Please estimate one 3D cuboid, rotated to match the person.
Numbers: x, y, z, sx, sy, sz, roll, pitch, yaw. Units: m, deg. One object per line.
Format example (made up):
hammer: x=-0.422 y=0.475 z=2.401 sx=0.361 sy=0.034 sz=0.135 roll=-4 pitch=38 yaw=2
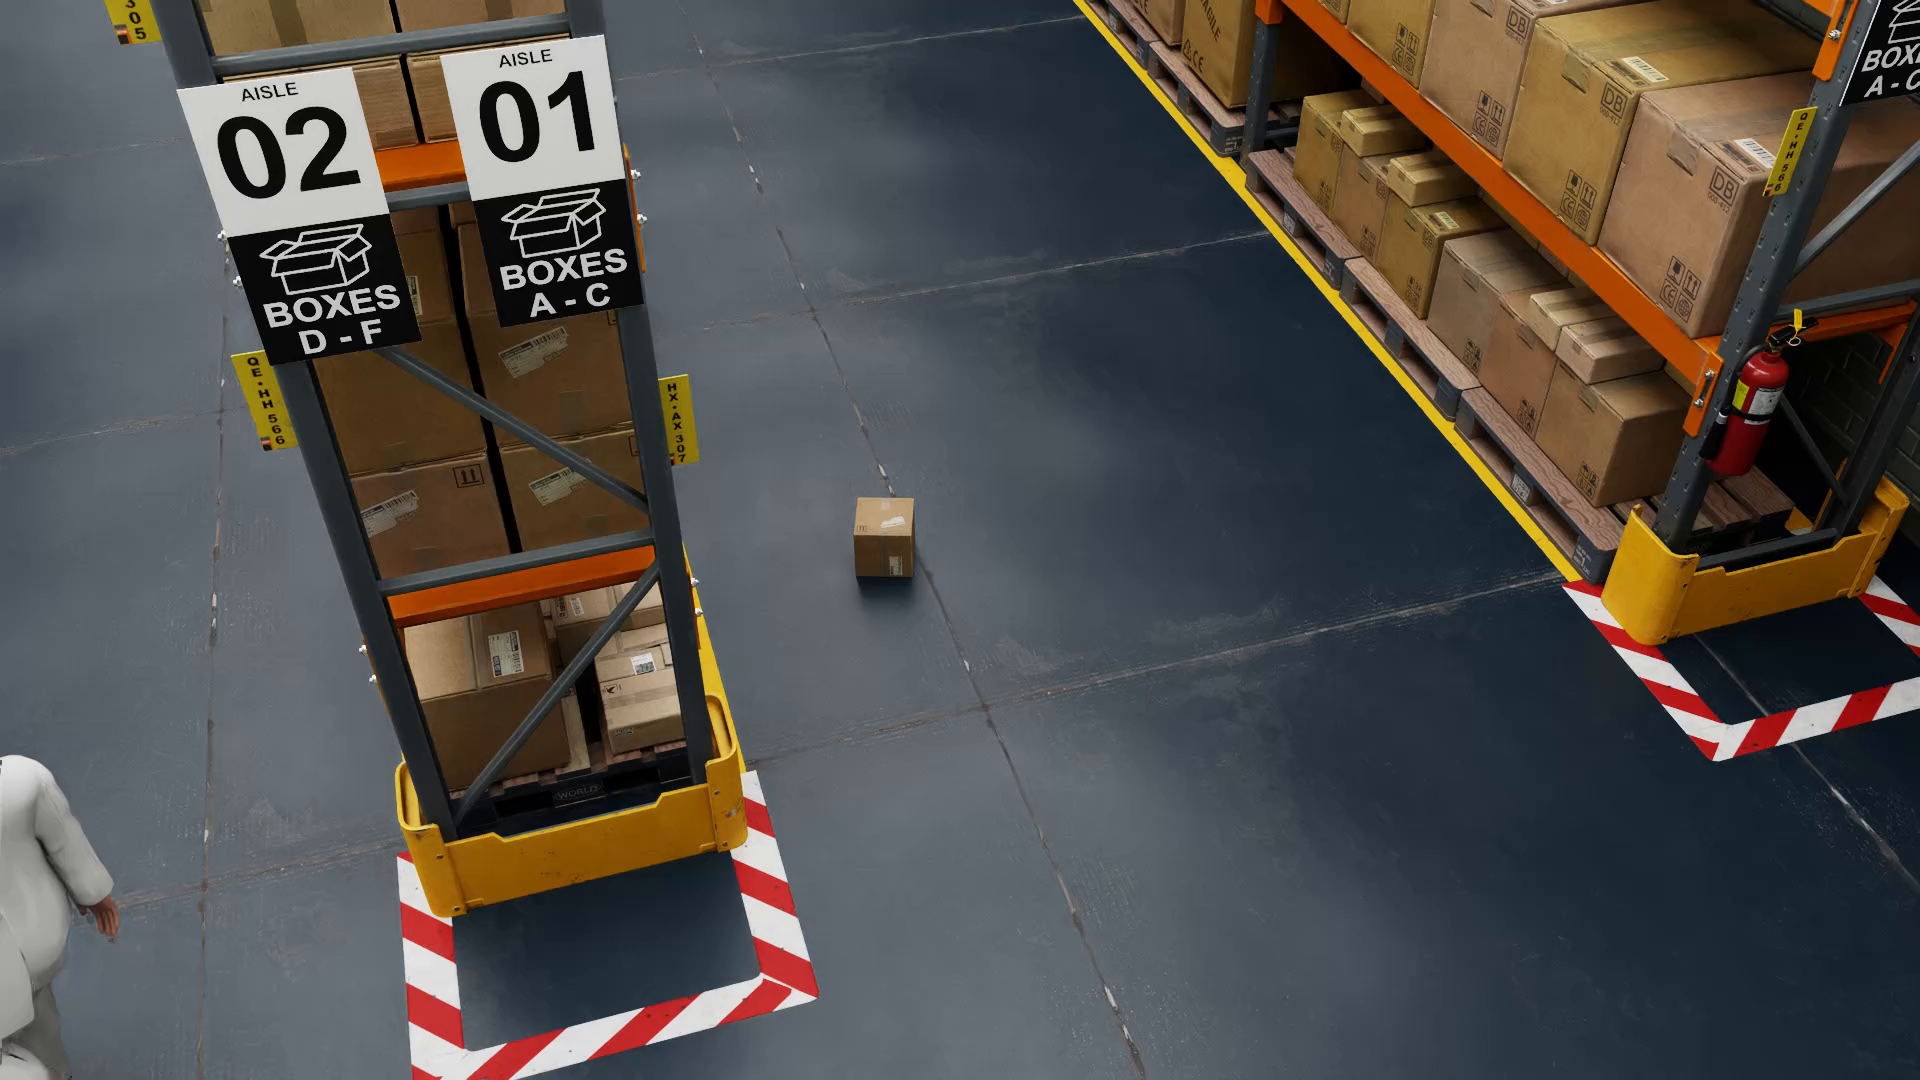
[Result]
person: x=-2.782 y=1.177 z=4.839 sx=0.905 sy=1.731 sz=0.664 roll=26 pitch=48 yaw=26
